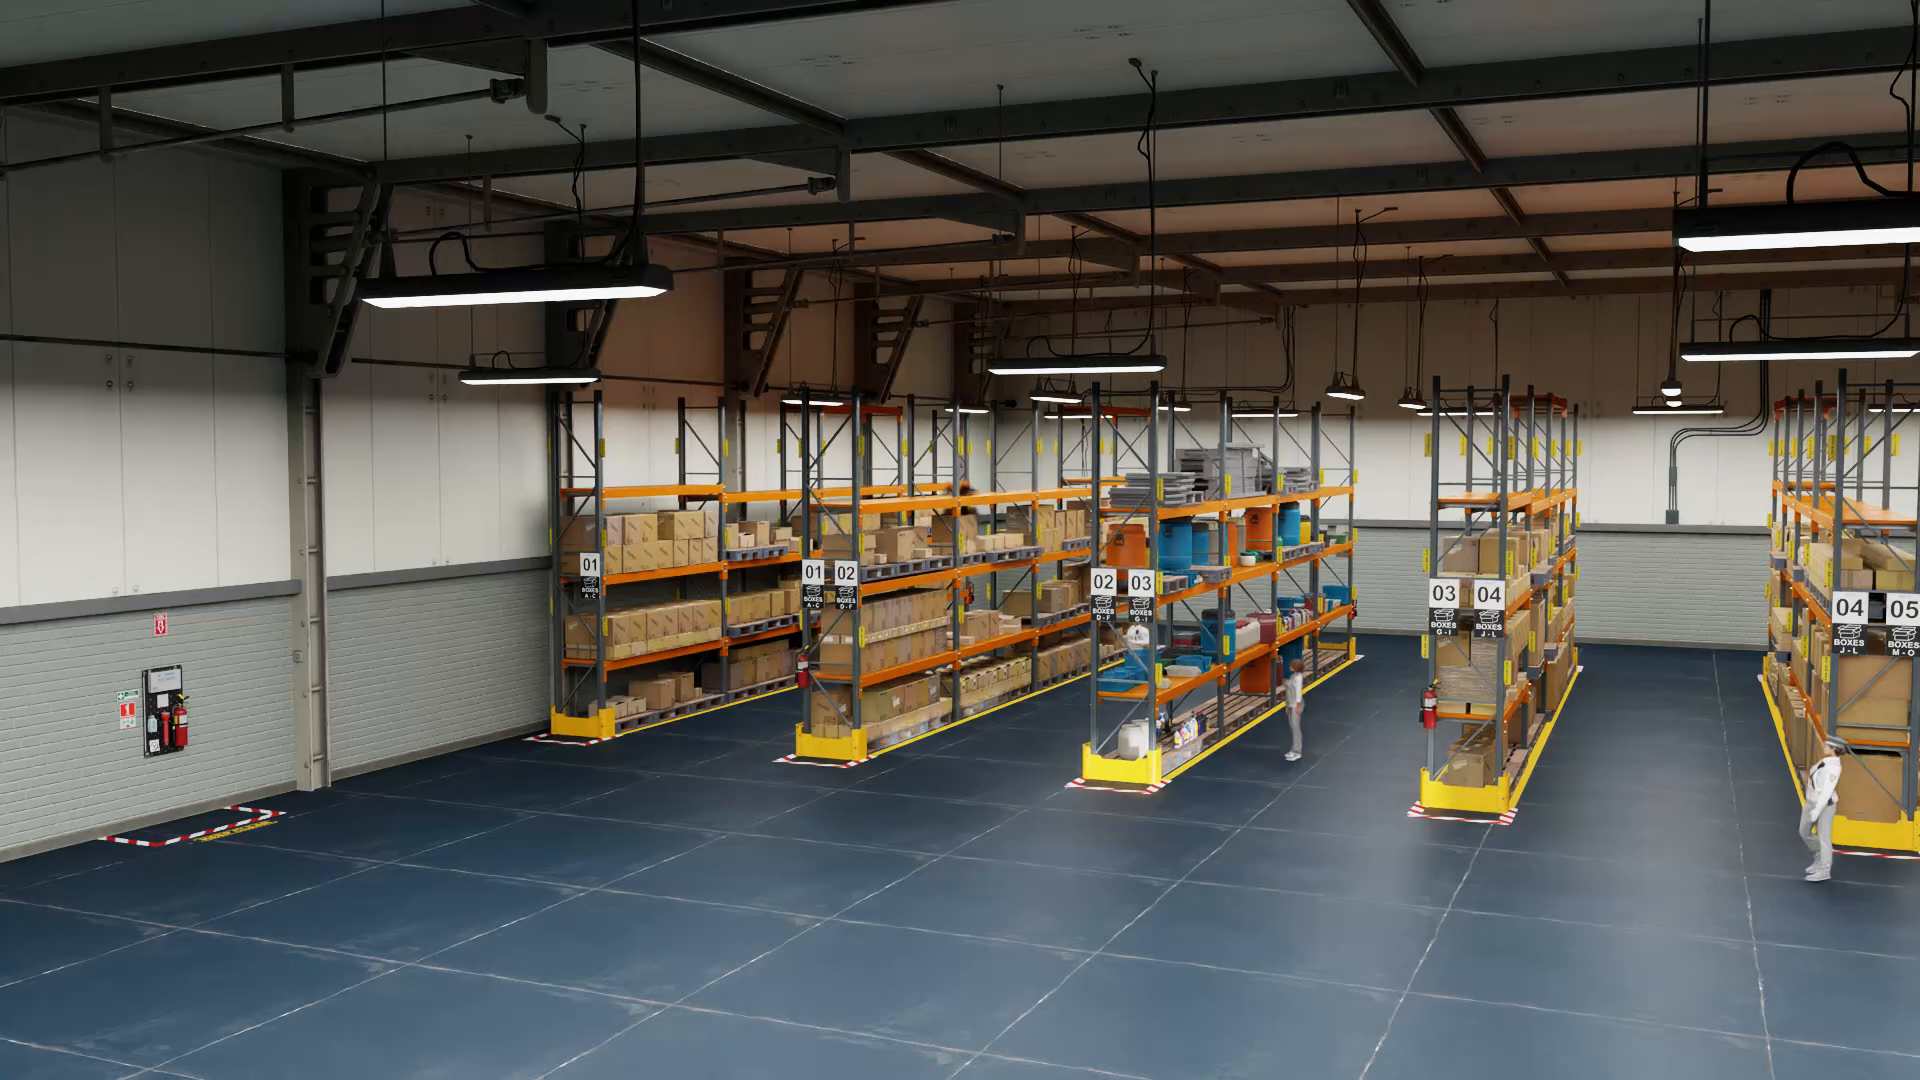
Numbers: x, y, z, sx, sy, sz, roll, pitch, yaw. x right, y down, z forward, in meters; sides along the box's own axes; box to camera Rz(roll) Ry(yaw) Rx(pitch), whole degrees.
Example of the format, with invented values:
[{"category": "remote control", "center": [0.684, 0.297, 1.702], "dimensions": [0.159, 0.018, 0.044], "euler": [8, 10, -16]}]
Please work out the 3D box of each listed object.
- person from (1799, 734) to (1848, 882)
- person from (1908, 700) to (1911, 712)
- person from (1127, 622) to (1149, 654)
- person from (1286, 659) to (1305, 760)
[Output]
[{"category": "person", "center": [10.011, 3.097, 19.307], "dimensions": [0.507, 1.688, 0.543], "euler": [0, 3, -5]}, {"category": "person", "center": [17.754, 2.414, 31.406], "dimensions": [0.613, 1.735, 0.463], "euler": [-3, 4, -40]}, {"category": "person", "center": [3.599, 2.314, 33.486], "dimensions": [0.540, 1.739, 0.804], "euler": [2, 4, 28]}, {"category": "person", "center": [5.387, 2.722, 26.856], "dimensions": [0.374, 1.610, 0.508], "euler": [0, 3, -6]}]
